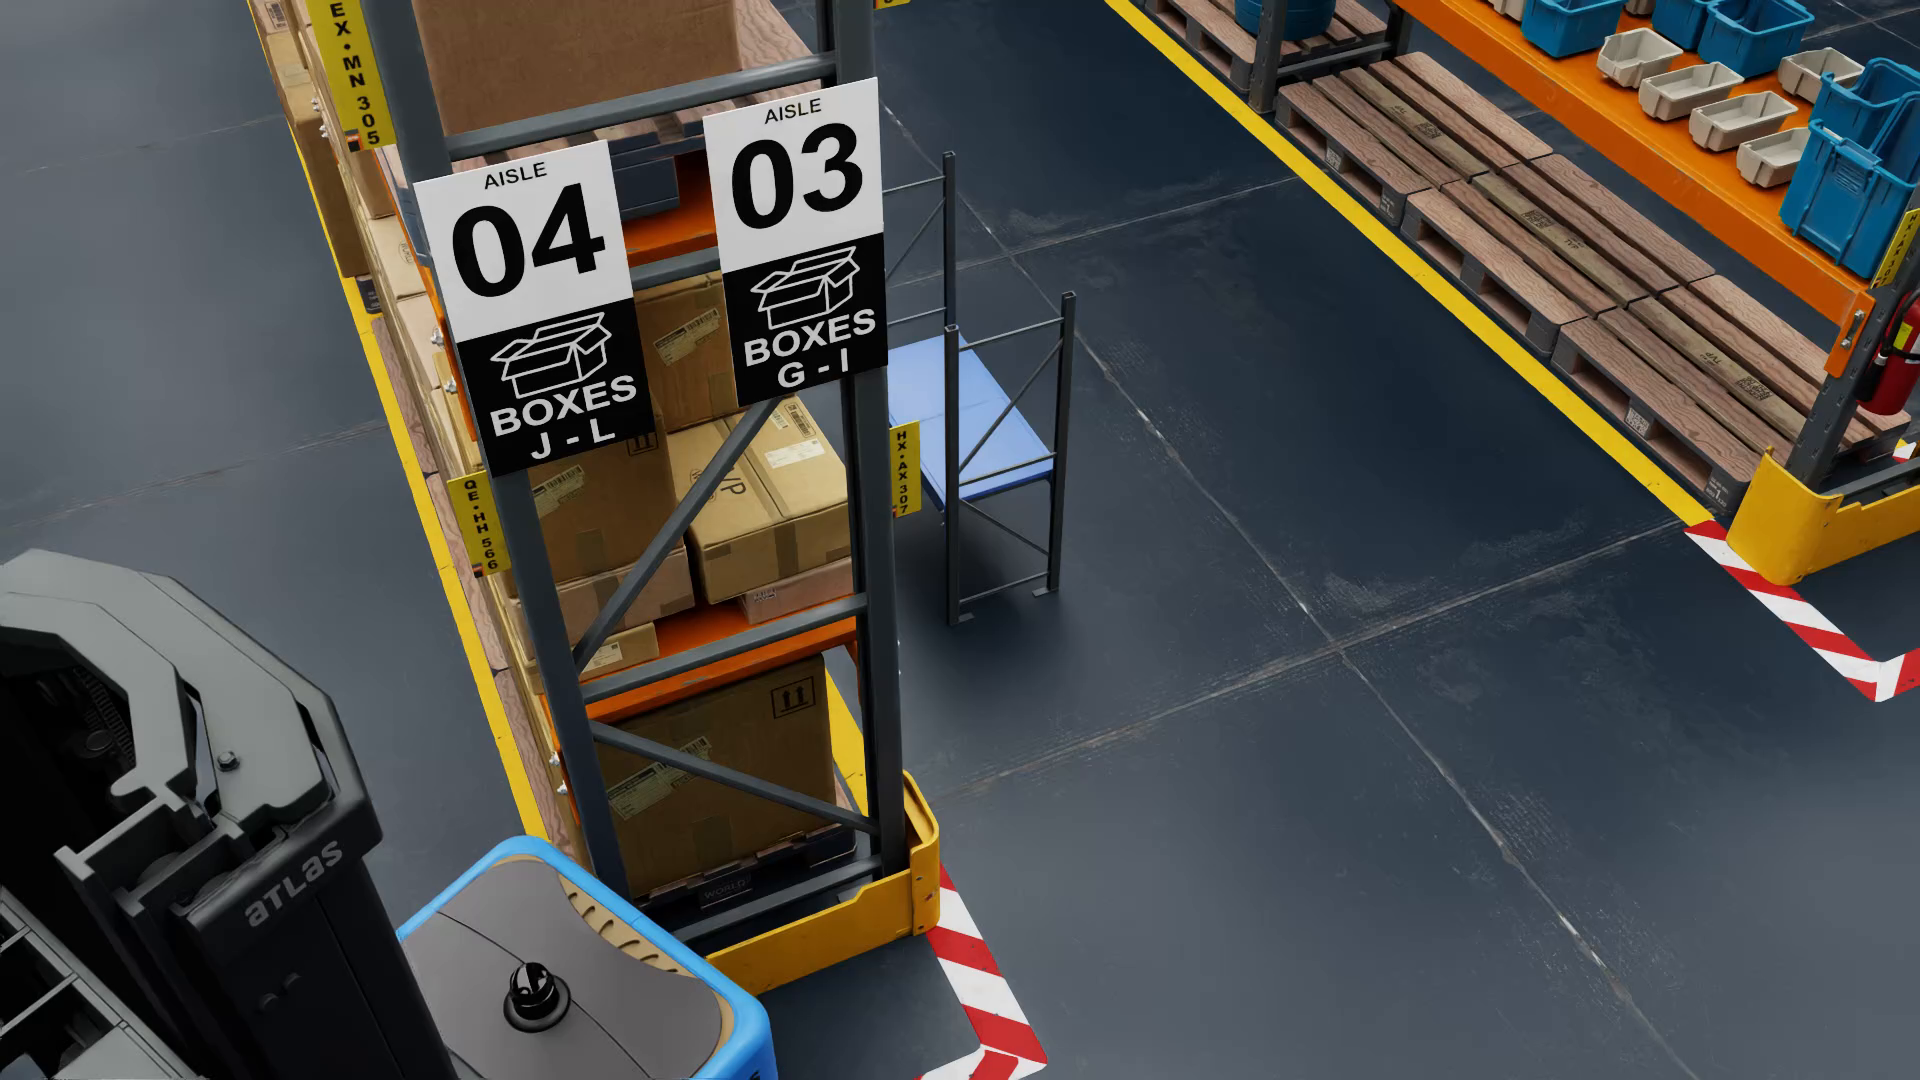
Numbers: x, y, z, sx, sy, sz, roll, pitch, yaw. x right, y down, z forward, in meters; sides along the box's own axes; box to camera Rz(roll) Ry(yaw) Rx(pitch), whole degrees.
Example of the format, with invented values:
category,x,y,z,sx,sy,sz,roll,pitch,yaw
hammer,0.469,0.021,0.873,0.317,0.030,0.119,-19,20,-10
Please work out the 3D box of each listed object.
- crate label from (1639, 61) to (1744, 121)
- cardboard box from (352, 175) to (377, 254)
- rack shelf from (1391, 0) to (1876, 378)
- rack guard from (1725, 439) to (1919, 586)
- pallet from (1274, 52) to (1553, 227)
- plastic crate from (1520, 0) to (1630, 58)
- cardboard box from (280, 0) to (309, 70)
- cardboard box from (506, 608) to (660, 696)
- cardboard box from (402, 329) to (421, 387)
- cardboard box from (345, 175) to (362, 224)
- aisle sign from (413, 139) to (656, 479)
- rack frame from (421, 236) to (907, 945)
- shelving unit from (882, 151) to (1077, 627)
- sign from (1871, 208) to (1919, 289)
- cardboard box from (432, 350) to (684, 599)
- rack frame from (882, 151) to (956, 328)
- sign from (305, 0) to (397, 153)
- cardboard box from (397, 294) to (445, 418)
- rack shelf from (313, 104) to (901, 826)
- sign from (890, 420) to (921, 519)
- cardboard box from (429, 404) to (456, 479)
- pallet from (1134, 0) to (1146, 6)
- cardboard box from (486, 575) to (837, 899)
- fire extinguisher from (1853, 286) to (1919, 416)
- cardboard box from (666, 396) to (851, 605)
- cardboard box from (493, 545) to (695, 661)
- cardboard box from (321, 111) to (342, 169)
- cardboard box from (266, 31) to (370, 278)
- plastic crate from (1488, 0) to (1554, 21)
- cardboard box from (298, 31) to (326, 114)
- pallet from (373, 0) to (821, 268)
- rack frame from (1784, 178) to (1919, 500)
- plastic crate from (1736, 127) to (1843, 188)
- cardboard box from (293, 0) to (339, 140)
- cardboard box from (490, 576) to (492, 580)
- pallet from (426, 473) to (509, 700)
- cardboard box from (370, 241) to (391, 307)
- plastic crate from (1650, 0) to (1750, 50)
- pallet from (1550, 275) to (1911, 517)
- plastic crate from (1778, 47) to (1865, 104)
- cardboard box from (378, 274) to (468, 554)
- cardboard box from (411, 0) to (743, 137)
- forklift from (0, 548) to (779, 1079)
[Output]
category,x,y,z,sx,sy,sz,roll,pitch,yaw
crate label,3.079,-1.906,7.060,0.396,0.136,0.243,-18,47,-17
cardboard box,-1.954,-1.268,6.163,0.500,0.250,0.500,-17,47,-16
rack shelf,2.993,-2.171,7.696,1.077,0.370,4.000,-18,47,-17
rack guard,3.856,-0.252,7.018,1.175,0.500,0.348,-18,47,-17
pallet,2.497,-2.252,9.251,1.003,0.211,1.213,-18,47,-17
plastic crate,2.738,-2.348,7.439,0.416,0.233,0.300,-18,47,-17
cardboard box,-2.786,-2.492,7.438,0.500,0.500,0.500,-18,47,-17
cardboard box,-1.108,0.270,4.889,0.380,0.149,0.250,-17,47,-17
cardboard box,-1.751,-0.705,5.876,0.380,0.149,0.250,-17,47,-17
cardboard box,-2.185,-1.361,6.541,0.380,0.149,0.250,-19,48,-18
aisle sign,-0.902,-0.481,3.620,0.394,0.787,0.004,-18,47,-17
rack frame,-0.660,0.310,4.669,1.000,3.000,0.127,-18,47,-17
shelving unit,-0.036,-0.588,6.647,0.538,1.500,1.048,-18,47,-17
sign,3.342,-1.038,5.919,0.100,0.325,0.005,-18,47,-17
cardboard box,-1.103,-0.242,4.590,0.500,0.500,0.500,-17,47,-17
rack frame,-0.250,-0.912,6.975,0.500,1.500,0.032,-18,47,-17
sign,-1.158,-0.894,3.179,0.100,0.325,0.005,-18,47,-17
cardboard box,-1.531,-0.621,5.507,0.500,0.250,0.500,-20,48,-19
rack shelf,-1.501,-0.709,6.214,1.077,0.370,4.000,-18,47,-17
sign,-0.154,-0.187,4.500,0.100,0.325,0.005,-18,47,-17
cardboard box,-1.539,-0.381,5.548,0.380,0.149,0.250,-19,48,-18
pallet,1.349,-3.992,11.014,1.003,0.211,1.213,-18,47,-17
cardboard box,-1.001,0.532,5.657,0.875,0.875,0.875,-18,47,-17
fire extinguisher,3.485,-0.762,6.076,0.296,0.674,0.183,-18,47,-17
cardboard box,-0.617,-0.128,5.008,0.500,0.250,0.500,-19,48,-18
cardboard box,-1.104,0.027,4.851,0.500,0.250,0.500,-19,48,-18
cardboard box,-2.408,-1.696,6.881,0.380,0.149,0.250,-20,48,-19
cardboard box,-2.629,-2.034,8.259,1.225,0.875,0.875,-18,47,-17
plastic crate,2.627,-2.654,7.714,0.437,0.282,0.530,-18,47,-17
cardboard box,-2.382,-1.915,6.819,0.500,0.250,0.500,-19,48,-18
pallet,-0.981,-1.196,4.123,1.003,0.211,1.213,-18,47,-17
rack frame,3.834,-1.153,6.152,1.000,3.000,0.127,-18,47,-17
plastic crate,3.327,-1.547,6.696,0.396,0.136,0.243,-18,47,-17
cardboard box,-2.172,-1.862,6.231,0.500,0.500,0.500,-18,47,-17
cardboard box,-1.324,-0.057,5.220,0.380,0.149,0.250,-18,47,-17
pallet,-1.576,0.040,6.928,1.003,0.211,1.213,-18,47,-17
cardboard box,-1.974,-1.037,6.213,0.380,0.149,0.250,-18,47,-17
plastic crate,3.349,-2.400,7.492,0.416,0.233,0.300,-18,47,-17
pallet,3.523,-0.697,7.675,1.003,0.211,1.213,-18,47,-17
plastic crate,3.684,-1.996,7.151,0.250,0.136,0.298,-18,47,-17
cardboard box,-1.758,-0.615,6.820,0.875,0.875,0.875,-18,47,-17
cardboard box,-0.927,-1.294,3.718,0.700,0.500,0.500,-21,48,-20
forklift,-1.786,1.566,3.445,1.130,2.935,3.031,29,51,26
